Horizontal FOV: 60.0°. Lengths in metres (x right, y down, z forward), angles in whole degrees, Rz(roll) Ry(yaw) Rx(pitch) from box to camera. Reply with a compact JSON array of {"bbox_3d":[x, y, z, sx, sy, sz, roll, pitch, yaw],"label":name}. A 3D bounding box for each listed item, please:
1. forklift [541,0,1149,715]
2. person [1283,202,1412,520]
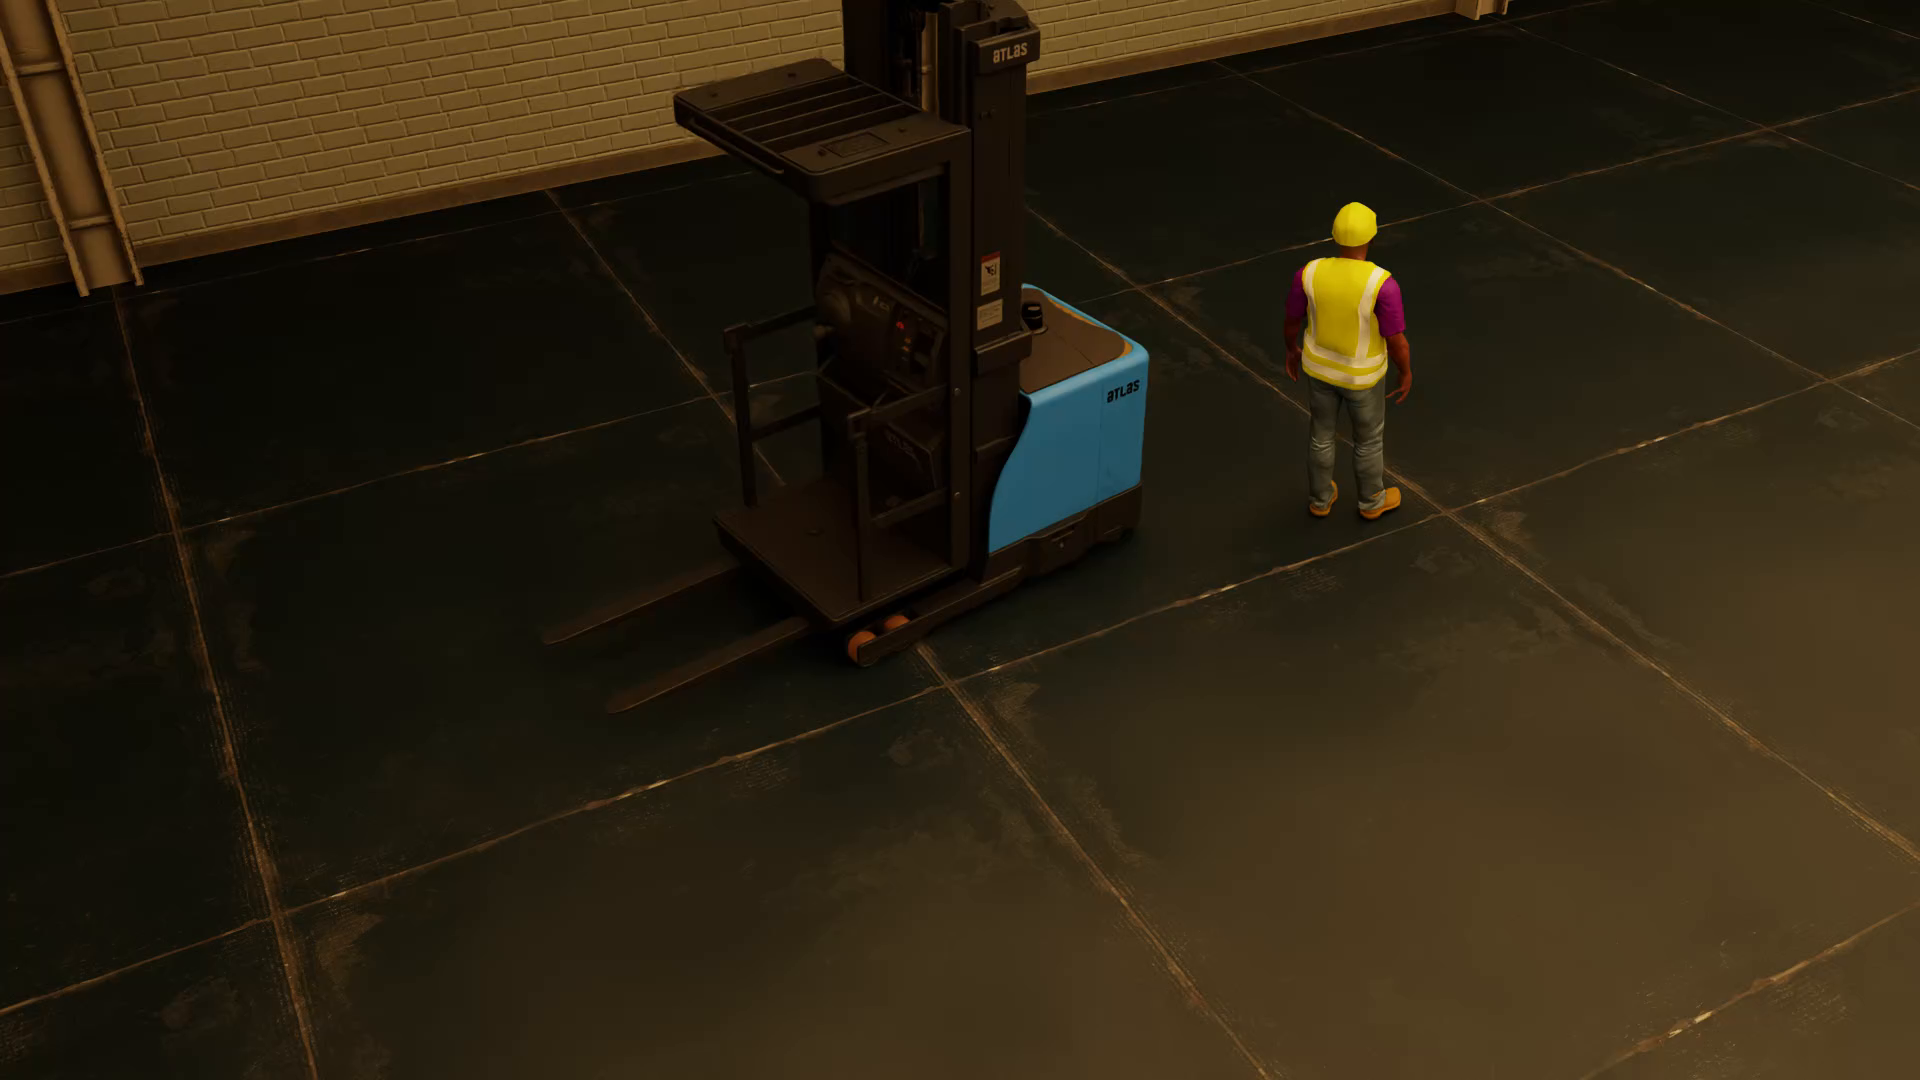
[{"bbox_3d":[-0.531,-0.949,7.466,3.031,2.935,1.130,-24,42,-30],"label":"forklift"},{"bbox_3d":[1.973,-0.904,8.399,0.667,1.766,0.575,21,40,26],"label":"person"}]
